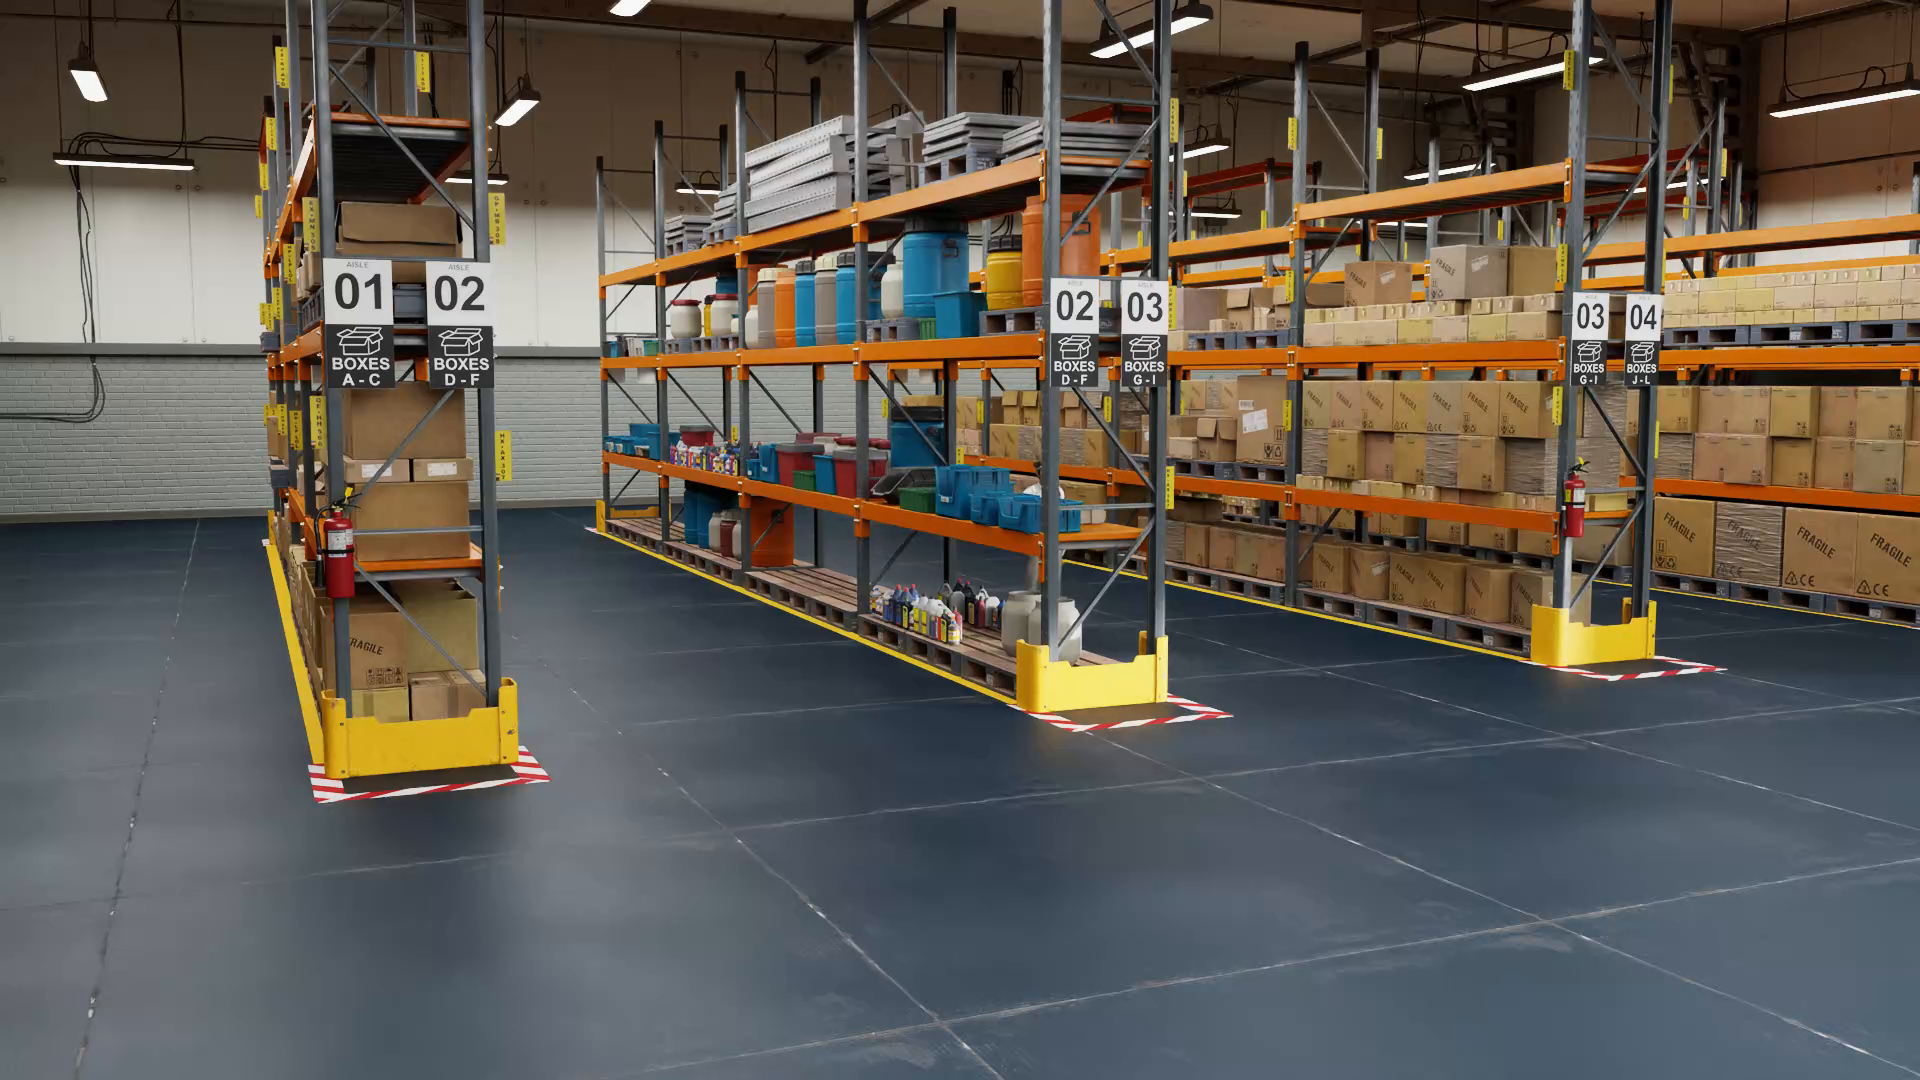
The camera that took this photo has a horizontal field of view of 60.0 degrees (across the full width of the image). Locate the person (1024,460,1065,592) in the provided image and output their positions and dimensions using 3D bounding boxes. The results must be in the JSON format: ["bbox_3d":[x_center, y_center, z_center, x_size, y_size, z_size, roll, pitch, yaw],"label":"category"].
[{"bbox_3d":[0.868,0.014,16.851,0.467,1.670,0.313,-1,6,-14],"label":"person"}]
